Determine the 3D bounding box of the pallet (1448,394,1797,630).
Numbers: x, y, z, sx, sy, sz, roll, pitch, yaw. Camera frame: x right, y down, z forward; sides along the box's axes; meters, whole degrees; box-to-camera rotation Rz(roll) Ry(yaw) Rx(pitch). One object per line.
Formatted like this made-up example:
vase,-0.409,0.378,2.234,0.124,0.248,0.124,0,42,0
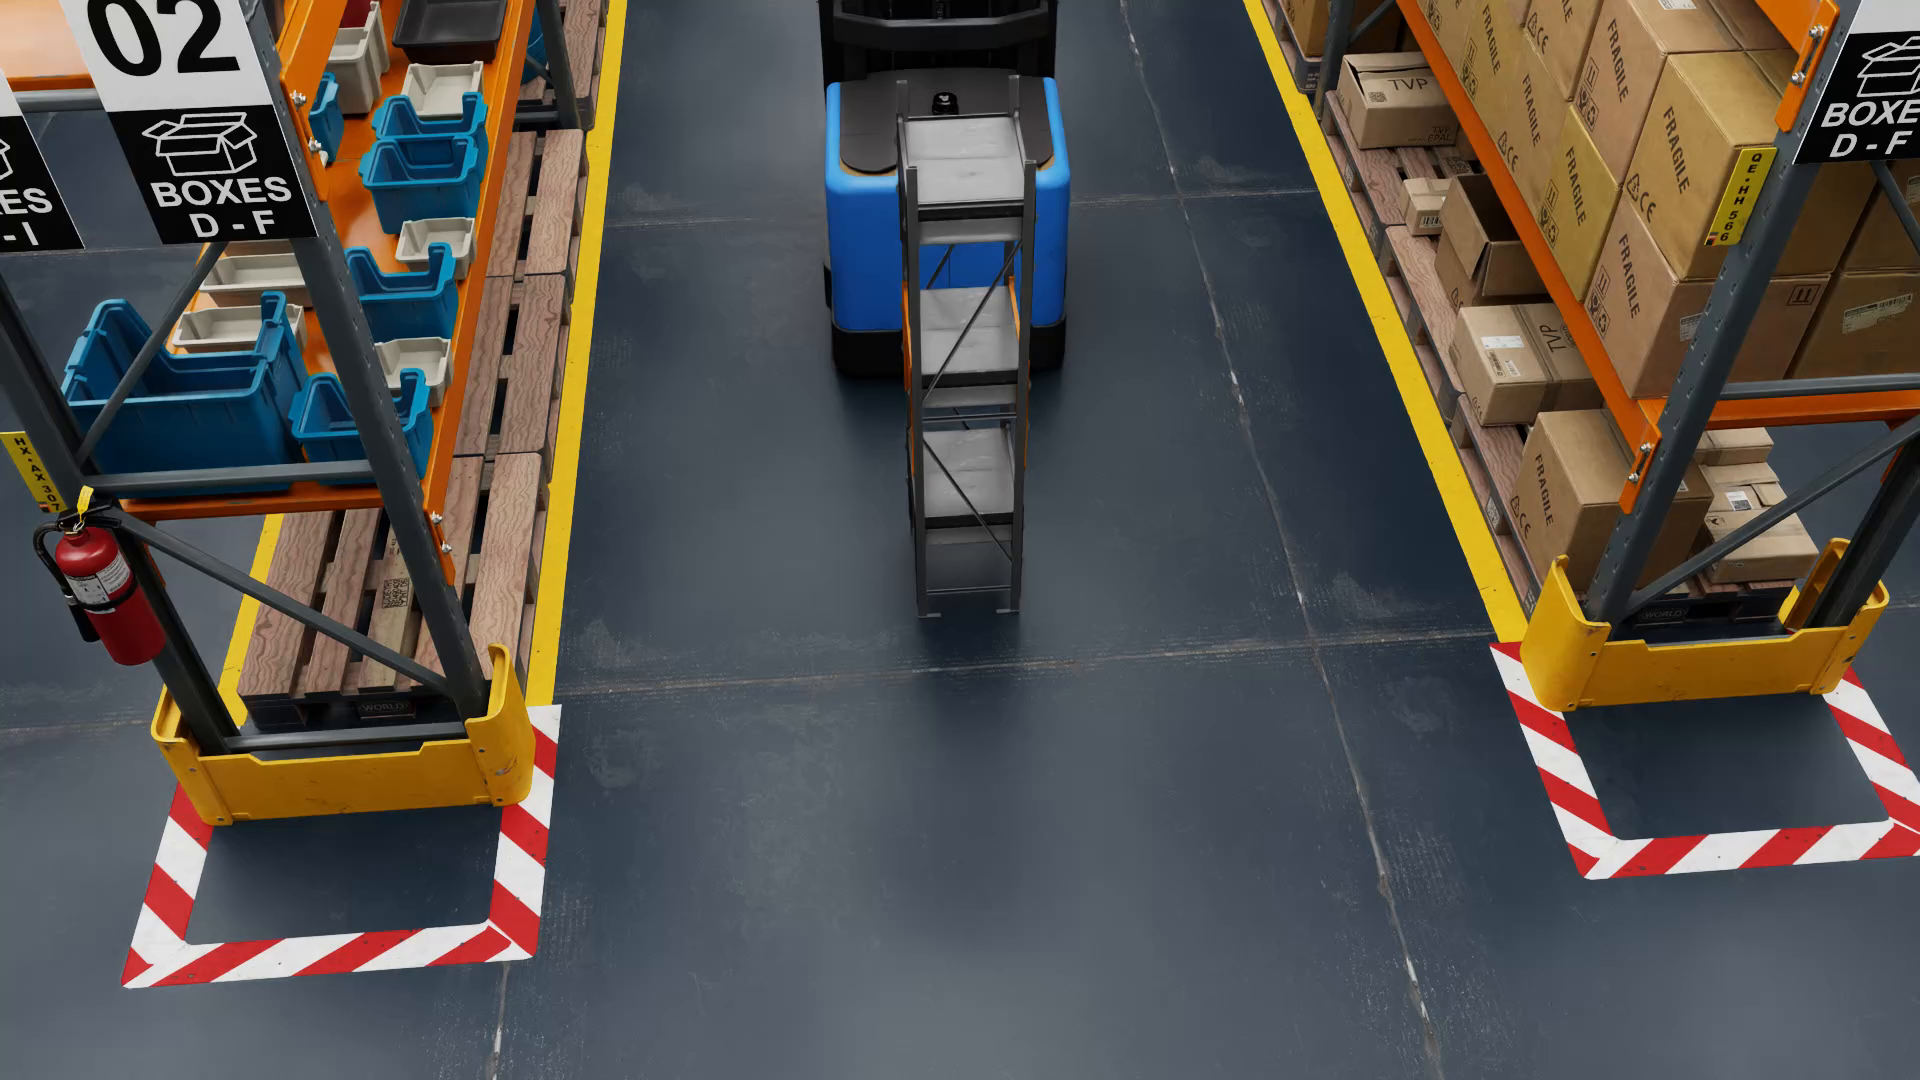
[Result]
pallet,2.698,-0.157,6.890,1.003,0.211,1.213,-3,47,-3

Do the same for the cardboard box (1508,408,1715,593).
cardboard box,2.481,-0.155,6.386,0.500,0.500,0.500,-3,47,-3

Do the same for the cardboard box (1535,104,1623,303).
cardboard box,2.416,-1.201,5.890,0.500,0.500,0.500,-3,47,-3

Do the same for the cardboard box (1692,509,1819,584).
cardboard box,3.079,0.021,6.461,0.380,0.149,0.250,-3,47,-3

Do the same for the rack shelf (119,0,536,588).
rack shelf,-2.332,-1.386,6.628,1.077,0.370,4.000,-3,47,-3

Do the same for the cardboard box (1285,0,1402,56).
cardboard box,2.110,-3.010,9.090,0.500,0.500,0.500,-4,47,-4

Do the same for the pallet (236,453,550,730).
pallet,-2.195,0.174,6.577,1.003,0.211,1.213,-3,47,-3

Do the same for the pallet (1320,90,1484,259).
pallet,2.494,-1.923,8.562,1.003,0.211,1.213,-3,47,-3

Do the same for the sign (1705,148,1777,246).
sign,2.217,-0.972,4.726,0.100,0.325,0.005,-3,47,-3

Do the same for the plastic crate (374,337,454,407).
plastic crate,-1.801,-0.552,5.483,0.250,0.136,0.298,-3,47,-3

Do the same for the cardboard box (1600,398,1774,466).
cardboard box,2.967,-0.463,6.849,0.500,0.250,0.500,-3,47,-3

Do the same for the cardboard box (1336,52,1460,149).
cardboard box,2.257,-2.288,8.537,0.500,0.311,0.500,-3,47,-3

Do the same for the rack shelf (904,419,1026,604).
rack shelf,0.014,-0.112,6.529,0.431,0.518,0.480,-3,47,-3

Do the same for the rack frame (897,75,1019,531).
rack frame,-0.007,-0.779,6.178,0.400,2.100,0.015,-3,47,-3

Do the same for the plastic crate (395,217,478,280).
plastic crate,-1.858,-1.043,5.948,0.250,0.136,0.298,-3,47,-3

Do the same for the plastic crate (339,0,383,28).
plastic crate,-2.674,-2.462,7.066,0.402,0.464,0.583,-3,47,-3

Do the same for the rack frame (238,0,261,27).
rack frame,-2.164,-2.249,2.819,1.000,3.000,0.127,-3,47,-3

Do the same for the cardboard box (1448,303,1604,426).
cardboard box,2.431,-0.758,7.129,0.500,0.250,0.500,-3,47,-3

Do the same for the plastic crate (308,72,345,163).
plastic crate,-2.592,-1.619,6.428,0.416,0.233,0.300,-3,47,-3

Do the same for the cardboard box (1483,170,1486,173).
cardboard box,2.830,-1.668,7.949,0.500,0.311,0.500,-3,47,-3

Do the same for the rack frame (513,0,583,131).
rack frame,-2.499,-3.080,7.738,1.000,3.000,0.127,-3,47,-3

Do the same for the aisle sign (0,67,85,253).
aisle sign,-2.450,-1.010,3.987,0.394,0.787,0.004,-3,47,-3

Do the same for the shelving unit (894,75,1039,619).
shelving unit,0.014,-0.602,6.011,0.431,2.100,0.503,-3,47,-3

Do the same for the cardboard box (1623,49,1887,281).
cardboard box,2.461,-1.168,5.169,0.500,0.500,0.500,-4,47,-4

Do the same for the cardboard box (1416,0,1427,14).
cardboard box,2.254,-2.657,7.268,0.500,0.500,0.500,-3,47,-3

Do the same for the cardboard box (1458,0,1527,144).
cardboard box,2.338,-1.927,6.577,0.500,0.500,0.500,-4,47,-4

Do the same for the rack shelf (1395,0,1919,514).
rack shelf,2.604,-1.684,6.911,1.077,0.370,4.000,-3,47,-3

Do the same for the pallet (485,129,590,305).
pallet,-2.399,-1.592,8.249,1.003,0.211,1.213,-3,47,-3

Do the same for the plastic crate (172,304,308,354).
plastic crate,-2.413,-0.695,5.619,0.396,0.136,0.243,-3,47,-3

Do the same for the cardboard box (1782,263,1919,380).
cardboard box,2.997,-0.856,5.562,0.500,0.500,0.500,-3,47,-2

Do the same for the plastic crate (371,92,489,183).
plastic crate,-1.992,-1.518,6.332,0.416,0.233,0.300,-3,47,-3

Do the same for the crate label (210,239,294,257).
crate label,-2.471,-1.106,6.008,0.396,0.136,0.243,-3,47,-3

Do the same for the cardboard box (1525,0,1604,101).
cardboard box,2.369,-1.908,5.870,0.500,0.500,0.500,-2,47,-2

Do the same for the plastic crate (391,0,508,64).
plastic crate,-2.138,-2.213,7.064,0.437,0.125,0.590,-3,47,-3

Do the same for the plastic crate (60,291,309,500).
plastic crate,-2.379,-0.450,5.181,0.616,0.435,0.499,-3,47,-3

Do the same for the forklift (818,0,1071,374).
forklift,-0.111,-2.819,7.538,1.130,2.935,3.031,-2,47,-2

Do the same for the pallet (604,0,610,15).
pallet,-2.628,-3.567,10.119,1.003,0.211,1.213,-3,47,-3

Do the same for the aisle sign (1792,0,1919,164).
aisle sign,2.472,-1.310,4.271,0.394,0.787,0.004,-3,47,-3

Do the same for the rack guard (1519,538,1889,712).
rack guard,2.766,0.320,6.239,1.175,0.500,0.348,-3,47,-3
